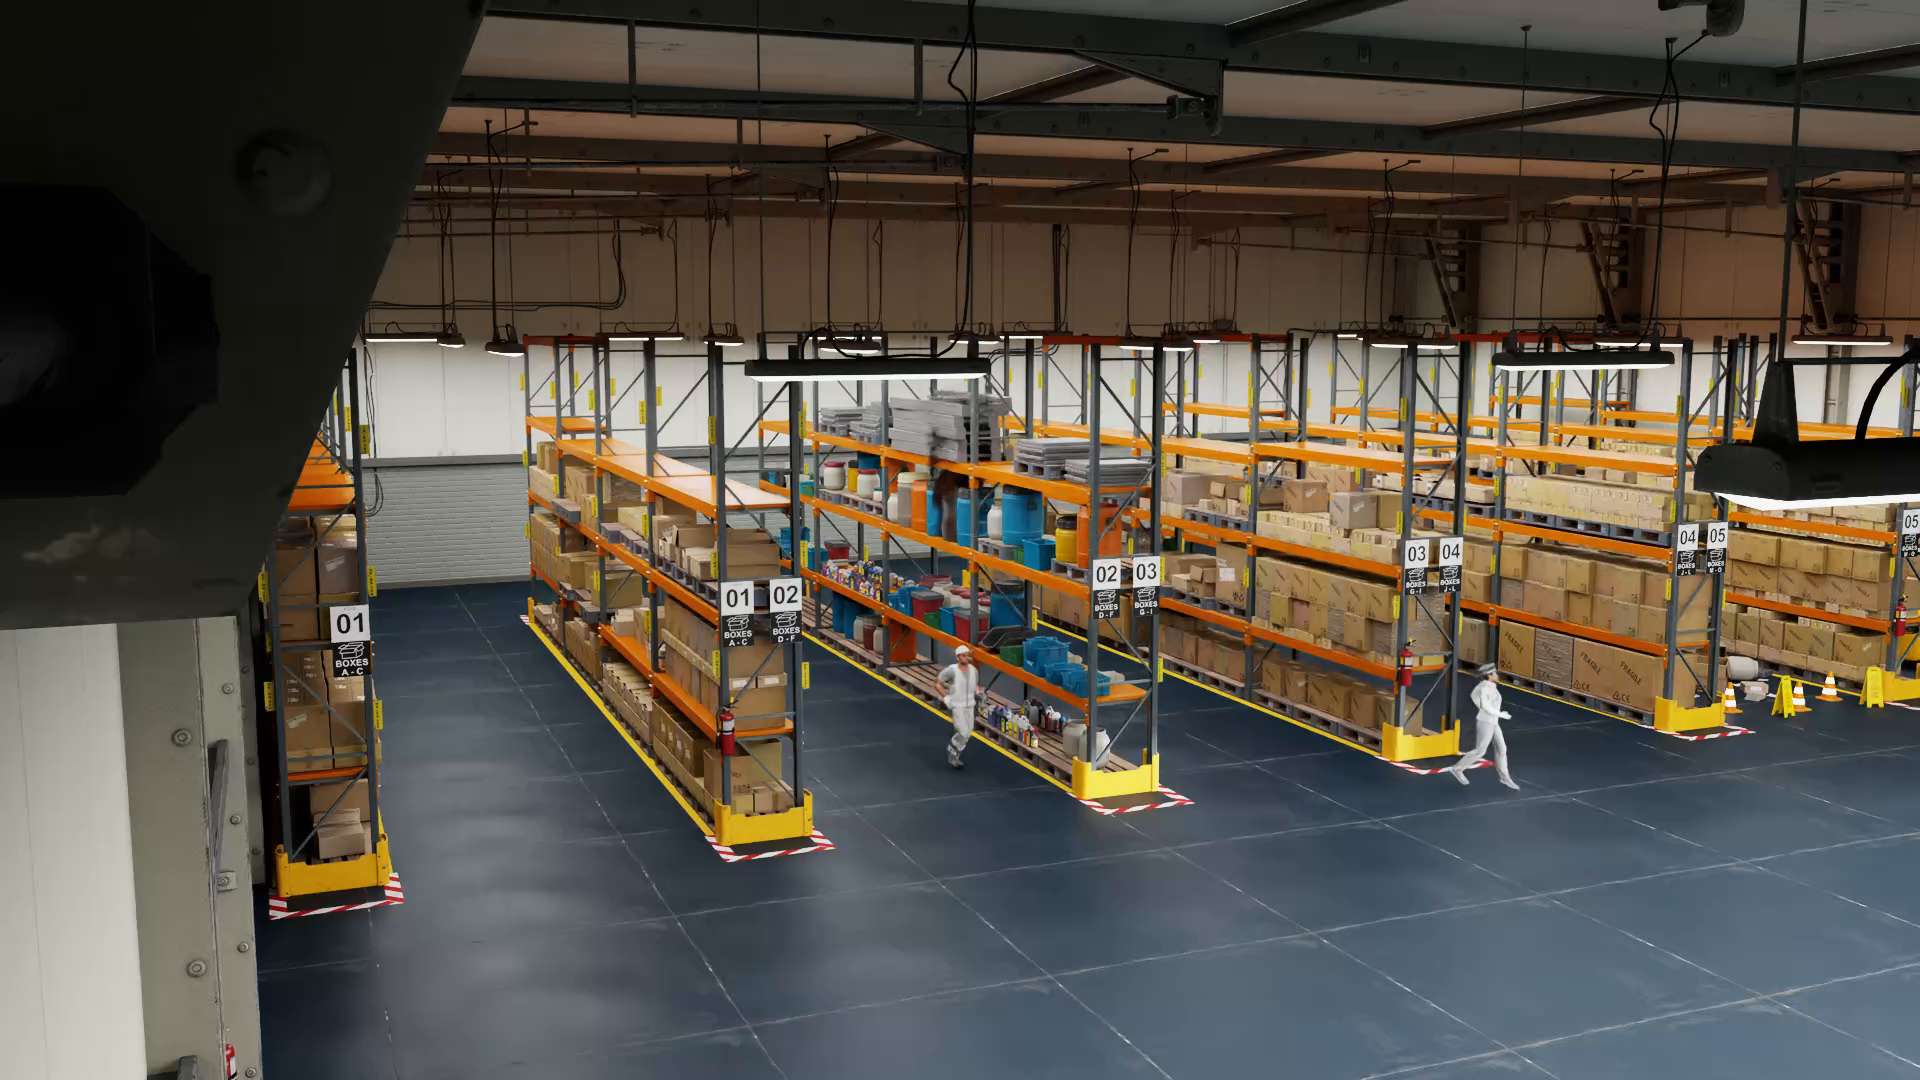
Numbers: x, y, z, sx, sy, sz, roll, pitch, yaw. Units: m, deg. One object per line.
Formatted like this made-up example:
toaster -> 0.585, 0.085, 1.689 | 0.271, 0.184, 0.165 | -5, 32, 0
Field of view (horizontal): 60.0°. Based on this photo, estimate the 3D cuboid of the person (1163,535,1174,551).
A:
person -> 5.167, -0.047, 41.415 | 0.800, 1.813, 0.654 | -5, 9, -31

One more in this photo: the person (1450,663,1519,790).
person -> 7.153, 2.506, 22.550 | 0.902, 1.706, 0.659 | 3, 8, 20

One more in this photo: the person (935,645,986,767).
person -> 0.048, 2.349, 23.365 | 0.633, 1.740, 0.619 | -5, 9, -34
